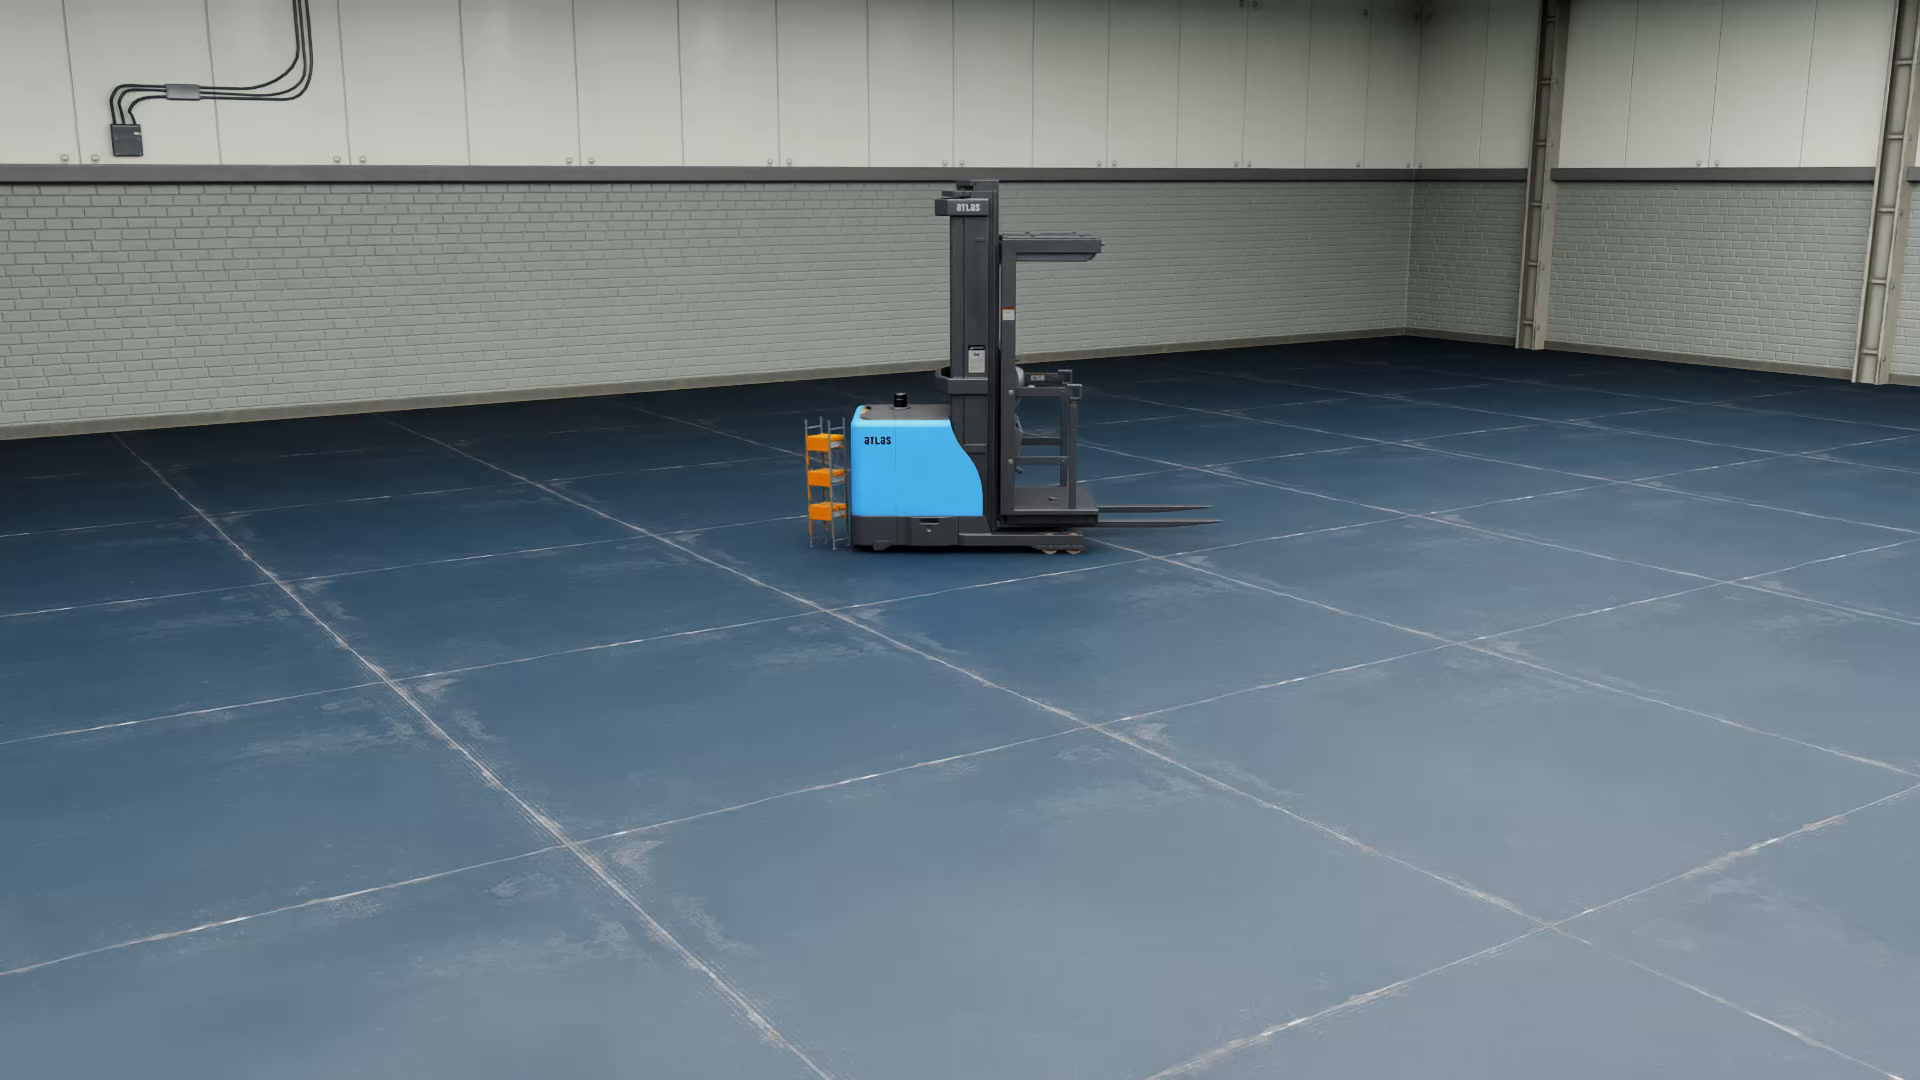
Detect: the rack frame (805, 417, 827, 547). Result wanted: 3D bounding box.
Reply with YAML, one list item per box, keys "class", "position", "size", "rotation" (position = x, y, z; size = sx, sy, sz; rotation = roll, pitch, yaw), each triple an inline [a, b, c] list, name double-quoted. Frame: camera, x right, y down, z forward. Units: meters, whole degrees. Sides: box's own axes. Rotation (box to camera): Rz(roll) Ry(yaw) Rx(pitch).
- class: "rack frame"
  position: [-1.174, -0.473, 13.565]
  size: [0.008, 1.050, 0.200]
  rotation: [6, 13, 36]

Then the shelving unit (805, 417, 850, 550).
- class: "shelving unit"
  position: [-1.076, -0.463, 13.493]
  size: [0.252, 1.050, 0.215]
  rotation: [6, 13, 36]

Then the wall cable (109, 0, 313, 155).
- class: "wall cable"
  position: [-8.800, -7.507, 19.167]
  size: [2.305, 6.003, 0.169]
  rotation: [-8, 15, -33]

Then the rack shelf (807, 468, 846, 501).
- class: "rack shelf"
  position: [-1.076, -0.452, 13.495]
  size: [0.240, 0.259, 0.215]
  rotation: [6, 13, 36]

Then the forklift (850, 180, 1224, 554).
- class: "forklift"
  position: [0.628, -1.433, 13.555]
  size: [3.031, 2.935, 1.130]
  rotation: [0, 12, -1]

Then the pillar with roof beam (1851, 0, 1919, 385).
- class: "pillar with roof beam"
  position: [9.784, -6.197, 21.133]
  size: [9.100, 9.000, 0.400]
  rotation: [-8, 15, -33]

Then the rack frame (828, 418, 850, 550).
- class: "rack frame"
  position: [-0.978, -0.452, 13.421]
  size: [0.008, 1.050, 0.200]
  rotation: [6, 13, 36]

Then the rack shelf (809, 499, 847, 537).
- class: "rack shelf"
  position: [-1.068, -0.179, 13.545]
  size: [0.240, 0.259, 0.215]
  rotation: [6, 13, 36]

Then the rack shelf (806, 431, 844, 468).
- class: "rack shelf"
  position: [-1.083, -0.731, 13.443]
  size: [0.240, 0.259, 0.215]
  rotation: [6, 13, 36]

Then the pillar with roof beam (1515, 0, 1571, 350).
- class: "pillar with roof beam"
  position: [6.459, -7.264, 26.013]
  size: [9.100, 9.000, 0.400]
  rotation: [-8, 15, -33]
